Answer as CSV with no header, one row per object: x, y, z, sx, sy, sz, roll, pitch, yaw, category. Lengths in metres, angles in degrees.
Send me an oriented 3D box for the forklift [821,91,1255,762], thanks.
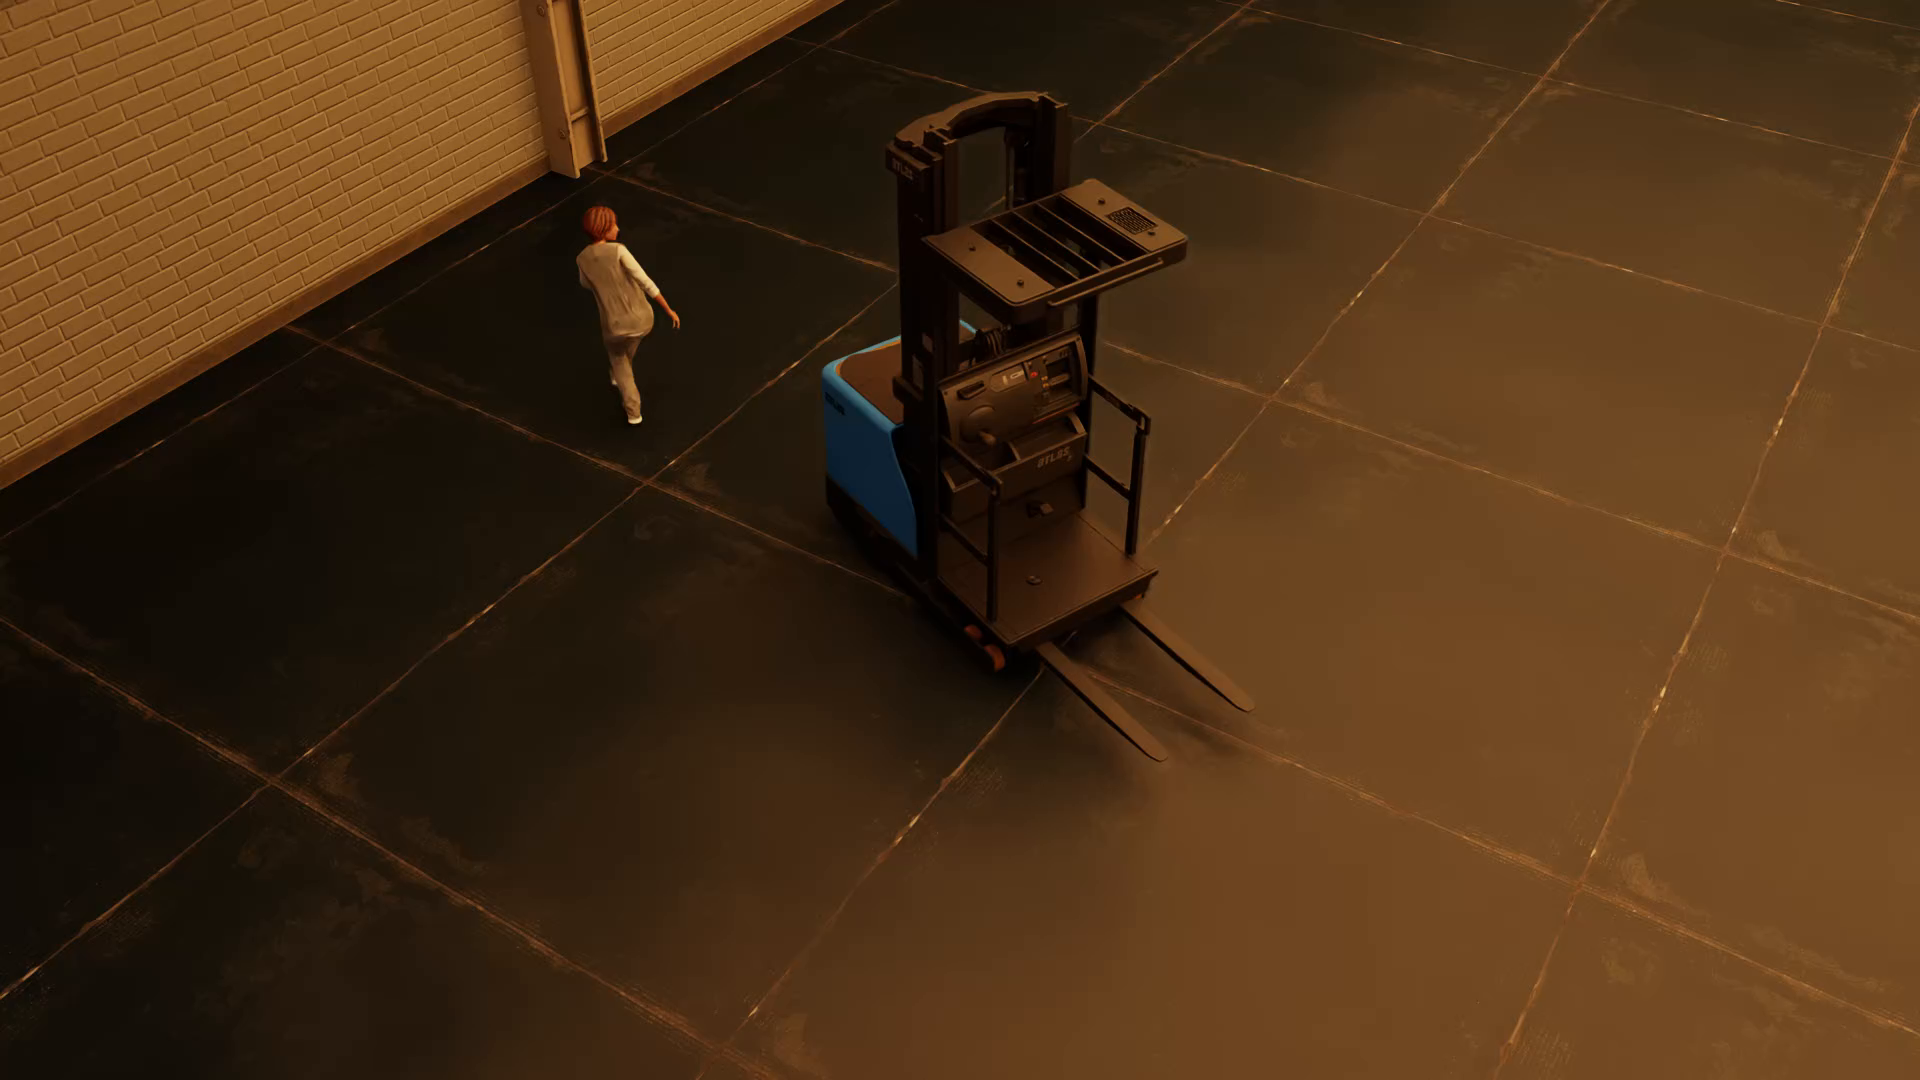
0.425,-0.730,8.829,1.130,2.935,3.031,-25,46,-26,forklift

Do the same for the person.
-2.152,-1.531,10.925,0.645,1.451,0.730,-3,40,-4,person
